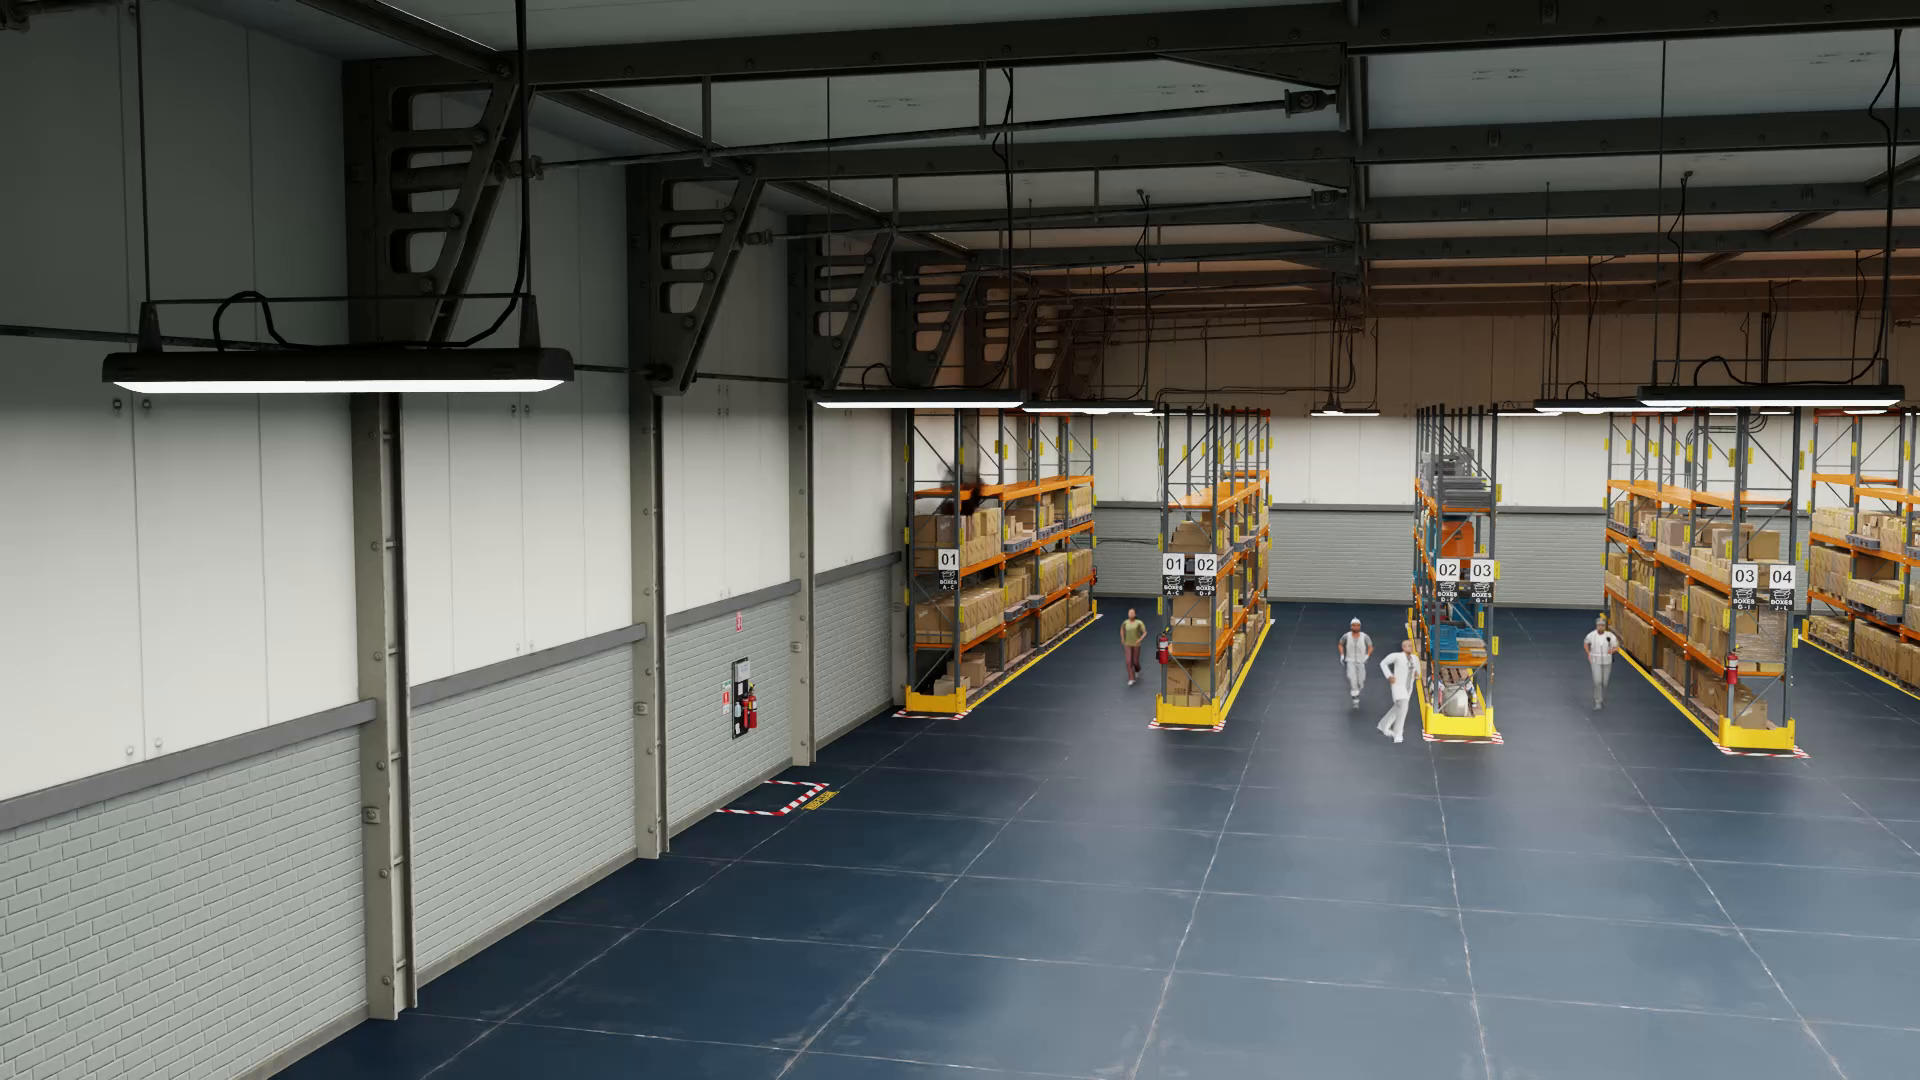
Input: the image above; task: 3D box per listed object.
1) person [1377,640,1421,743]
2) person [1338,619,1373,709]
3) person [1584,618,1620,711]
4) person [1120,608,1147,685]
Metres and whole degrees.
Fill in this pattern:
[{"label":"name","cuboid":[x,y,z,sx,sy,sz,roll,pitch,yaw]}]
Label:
[{"label":"person","cuboid":[7.892,2.695,29.776,0.688,1.838,0.795,-2,5,-29]},{"label":"person","cuboid":[7.870,2.441,33.078,0.667,1.763,0.835,1,4,10]},{"label":"person","cuboid":[12.739,2.433,33.012,0.651,1.795,0.913,1,4,13]},{"label":"person","cuboid":[3.744,2.287,36.044,0.590,1.647,0.767,1,4,16]}]
